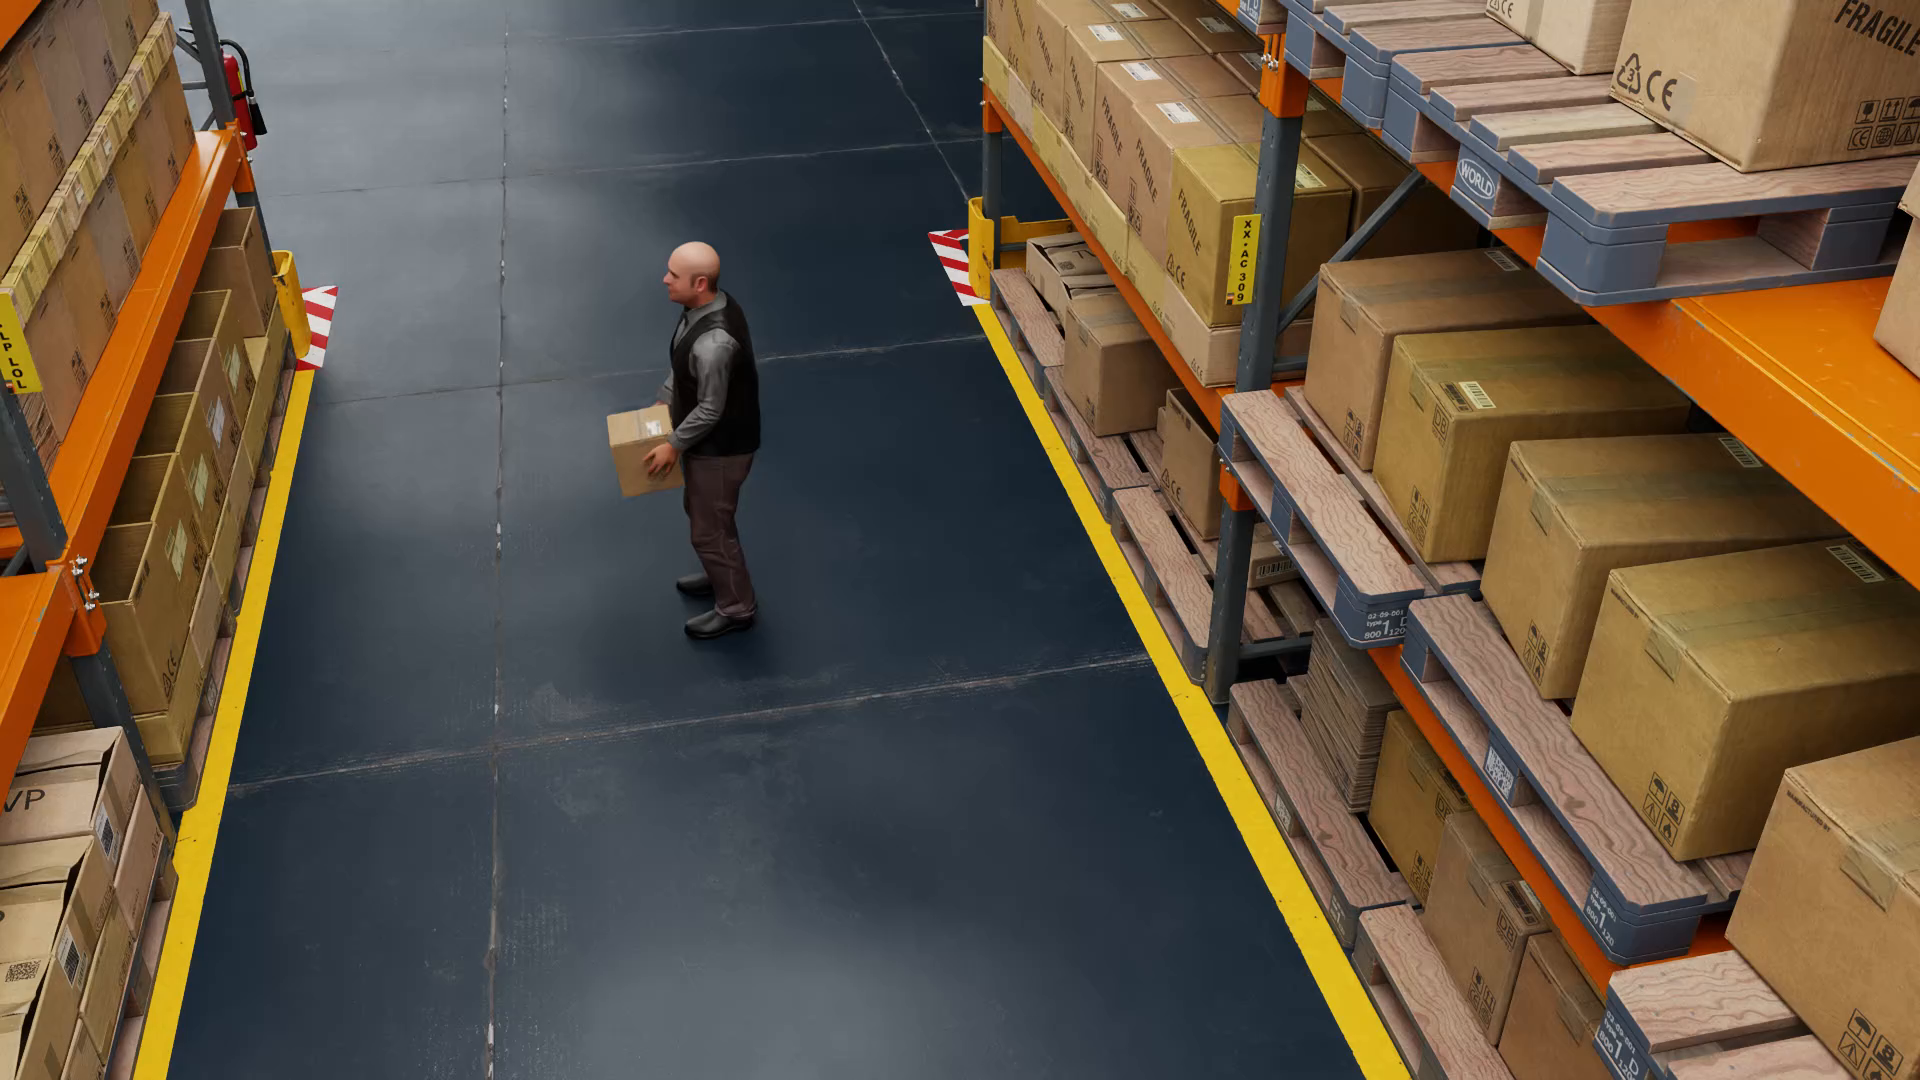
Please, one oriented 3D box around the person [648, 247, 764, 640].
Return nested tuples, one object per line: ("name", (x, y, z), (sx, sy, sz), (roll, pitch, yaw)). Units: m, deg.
("person", (-1.001, -0.401, 6.756), (0.421, 1.721, 0.571), (-8, 35, -12))
